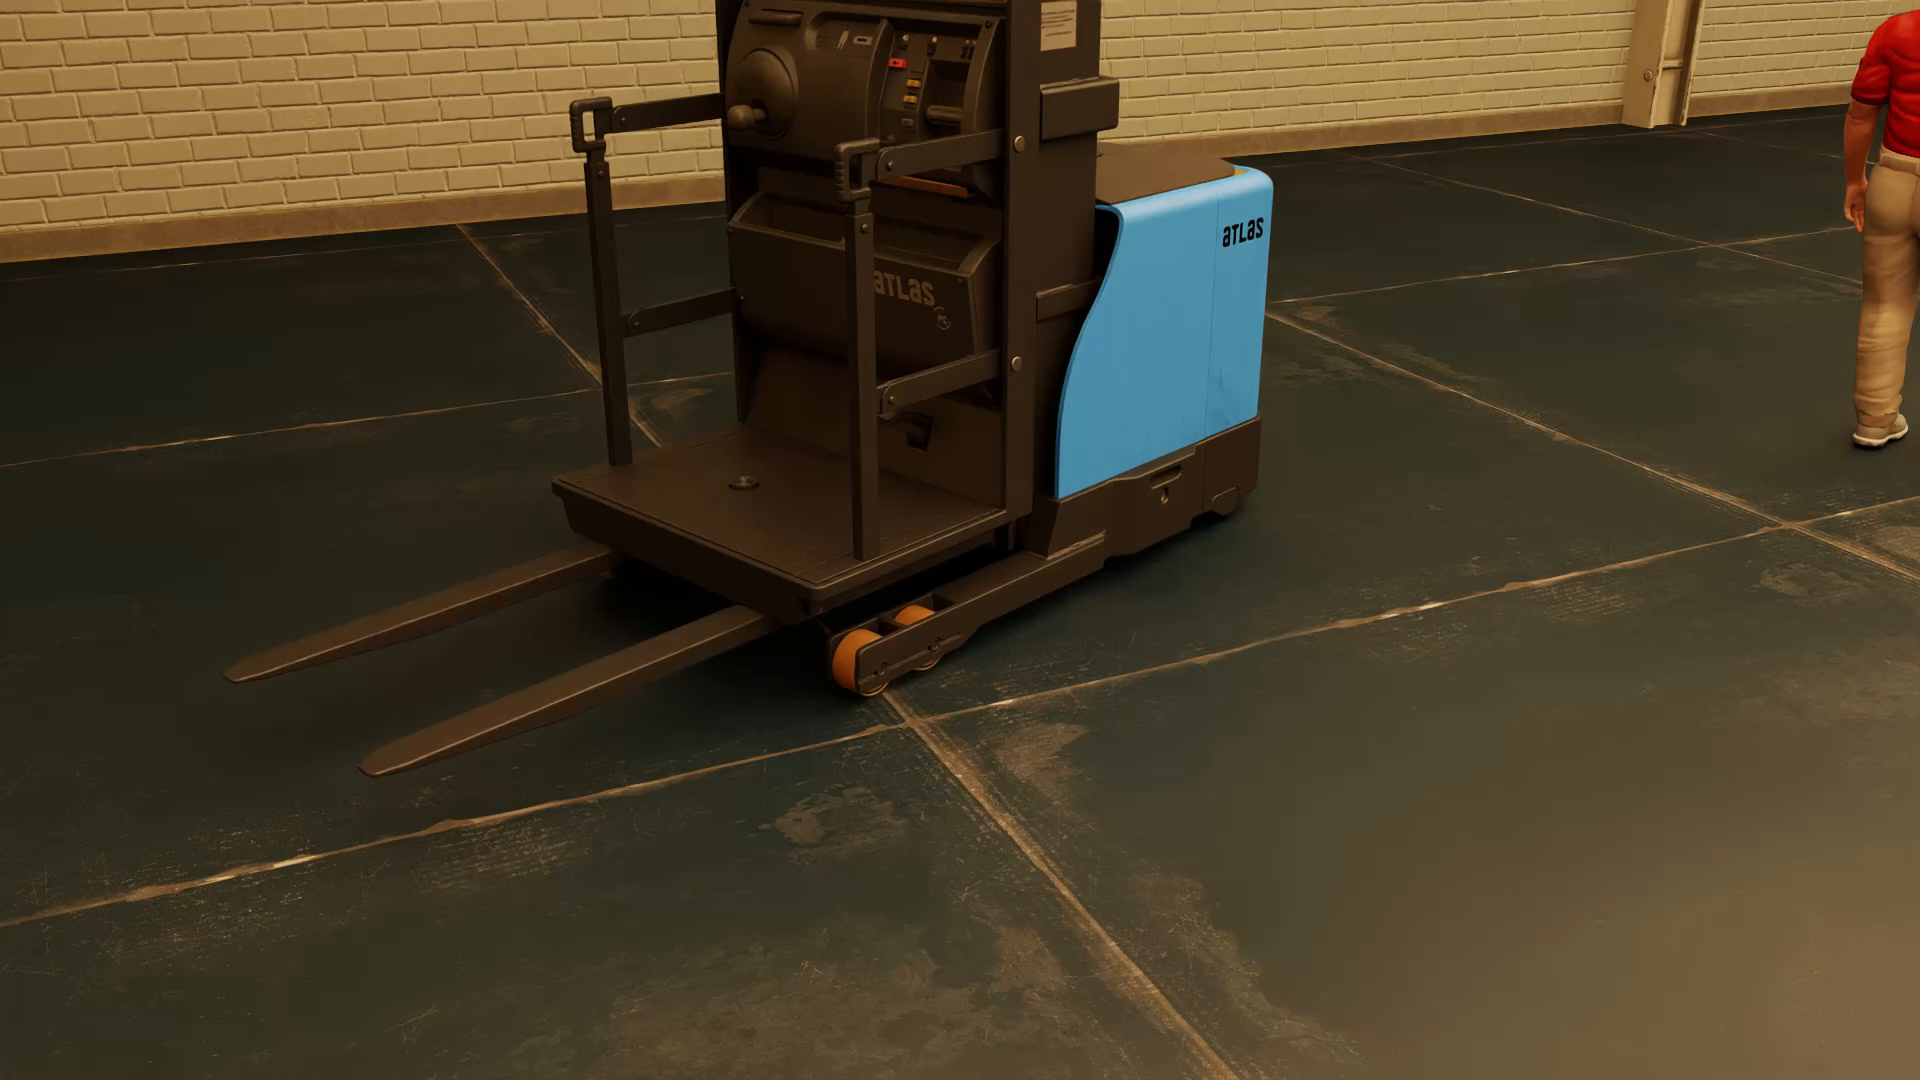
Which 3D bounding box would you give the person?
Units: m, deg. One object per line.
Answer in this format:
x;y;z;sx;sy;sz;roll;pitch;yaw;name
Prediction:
3.327;-1.149;5.599;0.550;1.728;0.642;-16;27;-33;person

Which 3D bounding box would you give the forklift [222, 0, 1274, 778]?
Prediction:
-0.413;-1.182;4.131;1.130;2.935;3.031;19;29;39;forklift
